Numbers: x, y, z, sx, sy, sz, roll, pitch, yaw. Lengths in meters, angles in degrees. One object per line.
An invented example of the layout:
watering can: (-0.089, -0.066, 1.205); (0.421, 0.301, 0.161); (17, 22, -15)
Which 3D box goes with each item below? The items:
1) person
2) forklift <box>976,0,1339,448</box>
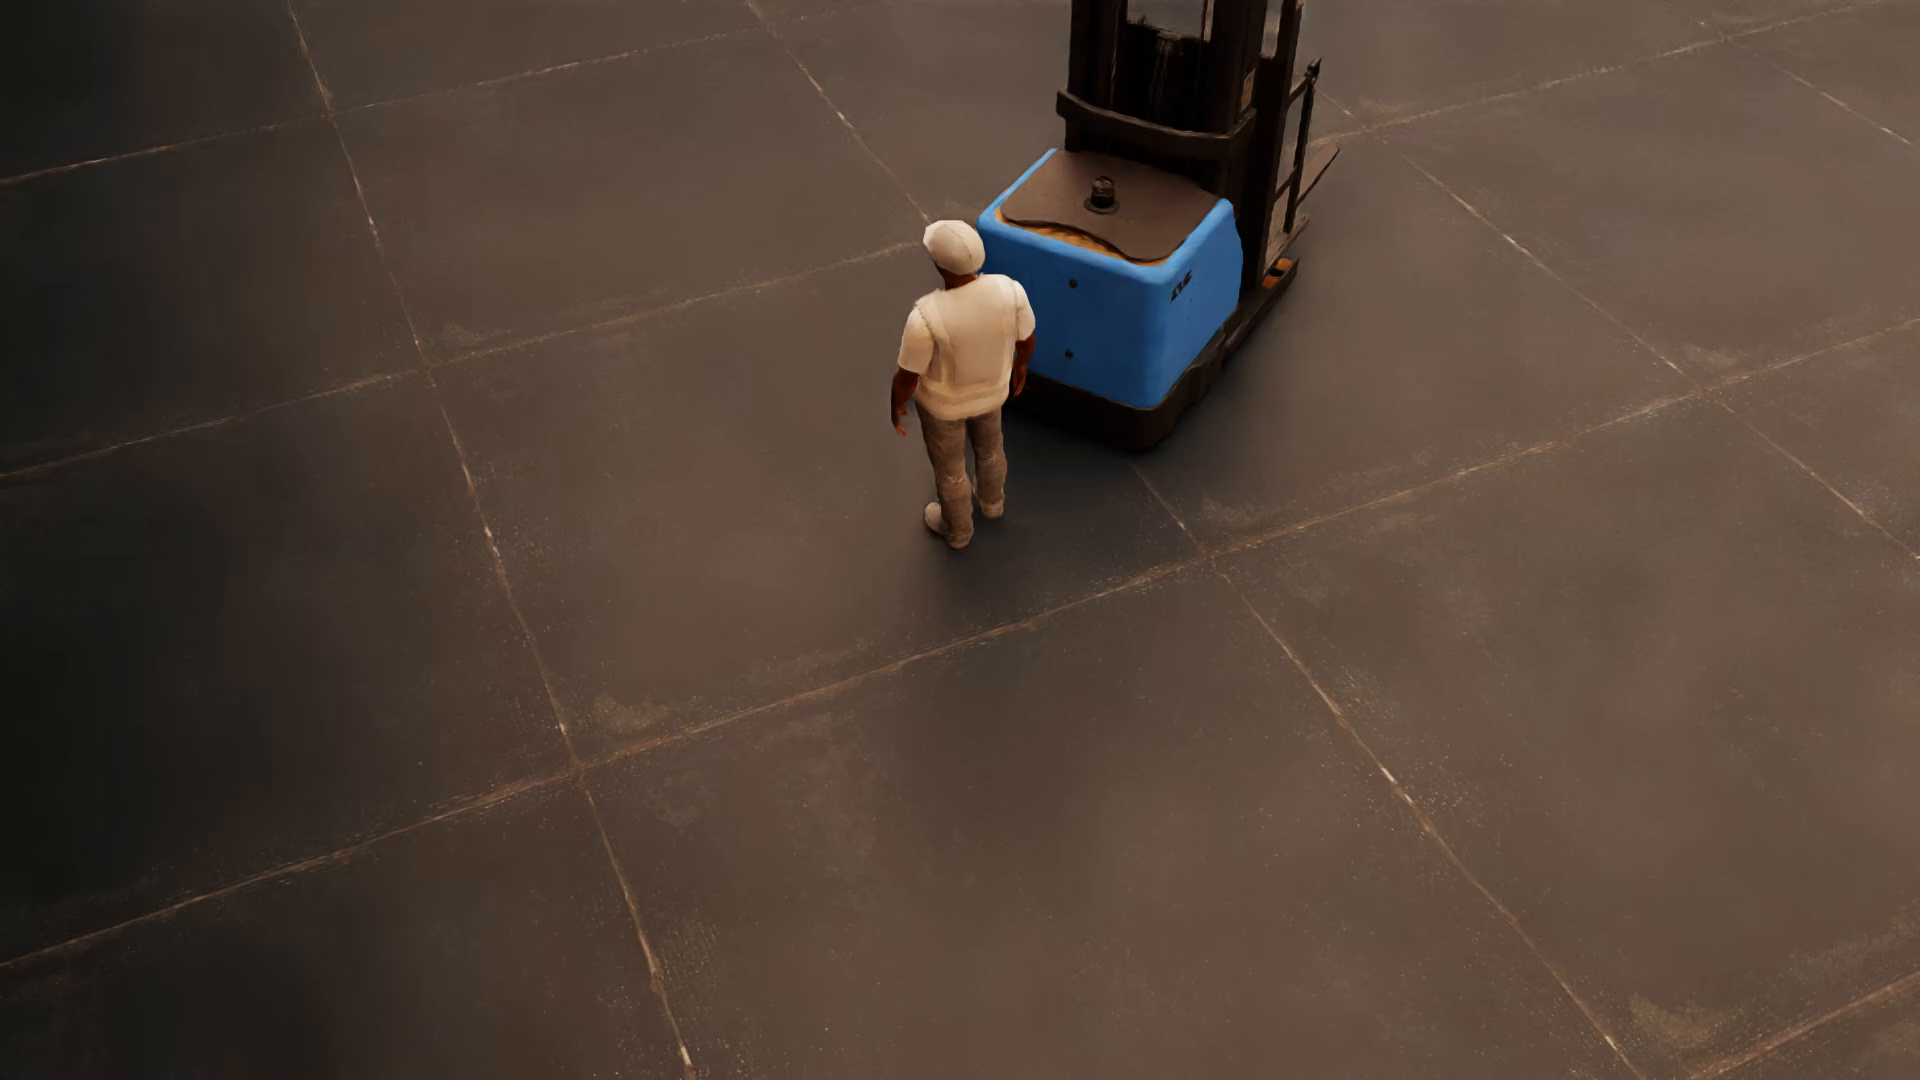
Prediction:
person: (-0.024, -0.696, 7.269); (0.665, 1.766, 0.576); (-18, 46, -18)
forklift: (1.240, -2.519, 8.380); (1.130, 2.935, 3.031); (22, 47, 22)
